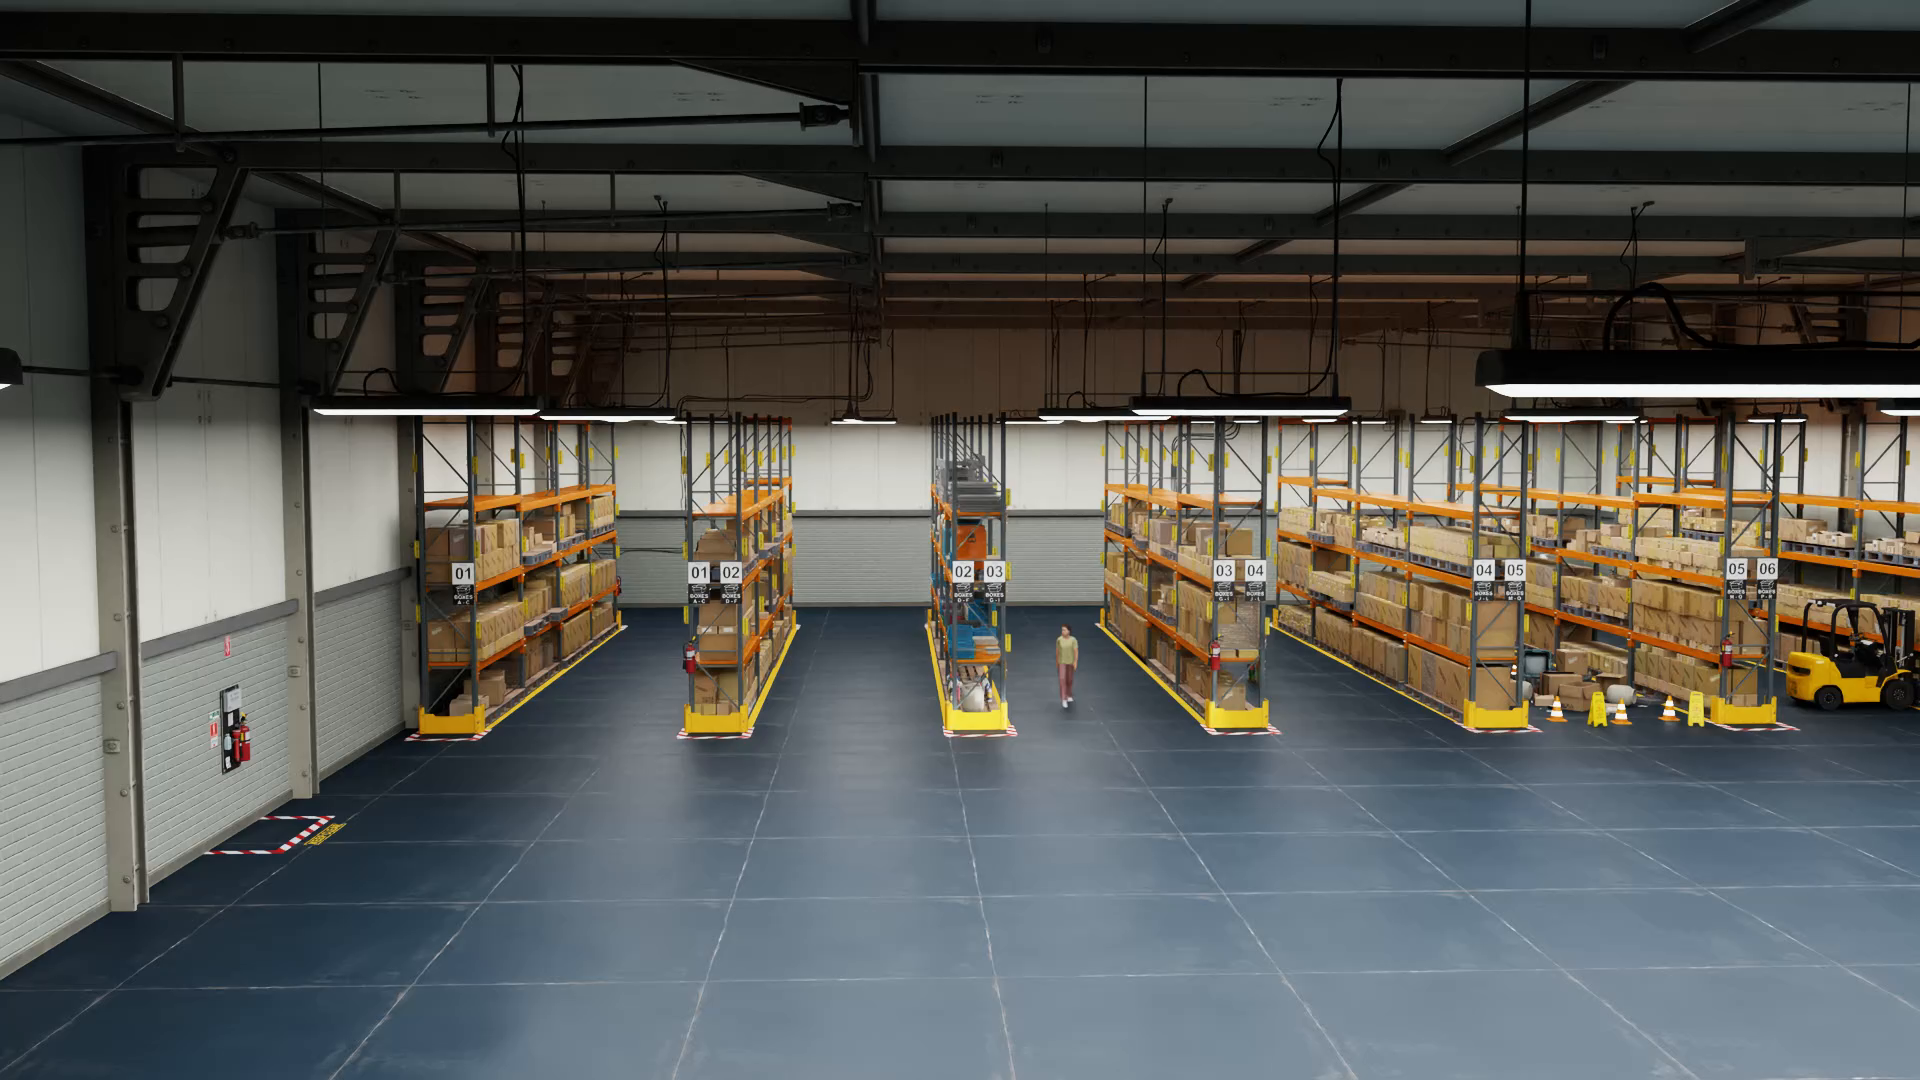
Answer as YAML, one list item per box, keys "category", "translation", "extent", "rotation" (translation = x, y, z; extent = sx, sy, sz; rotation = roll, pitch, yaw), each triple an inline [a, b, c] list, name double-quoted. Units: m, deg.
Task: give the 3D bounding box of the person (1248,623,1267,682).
- category: "person"
  translation: [6.610, 2.295, 37.333]
  extent: [0.552, 1.790, 0.543]
  rotation: [0, 4, 1]

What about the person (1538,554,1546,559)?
- category: "person"
  translation: [18.266, 1.302, 52.176]
  extent: [0.991, 1.737, 0.546]
  rotation: [-2, 4, -22]

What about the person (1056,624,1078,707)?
- category: "person"
  translation: [2.207, 2.585, 34.244]
  extent: [0.464, 1.572, 0.883]
  rotation: [0, 4, 2]
